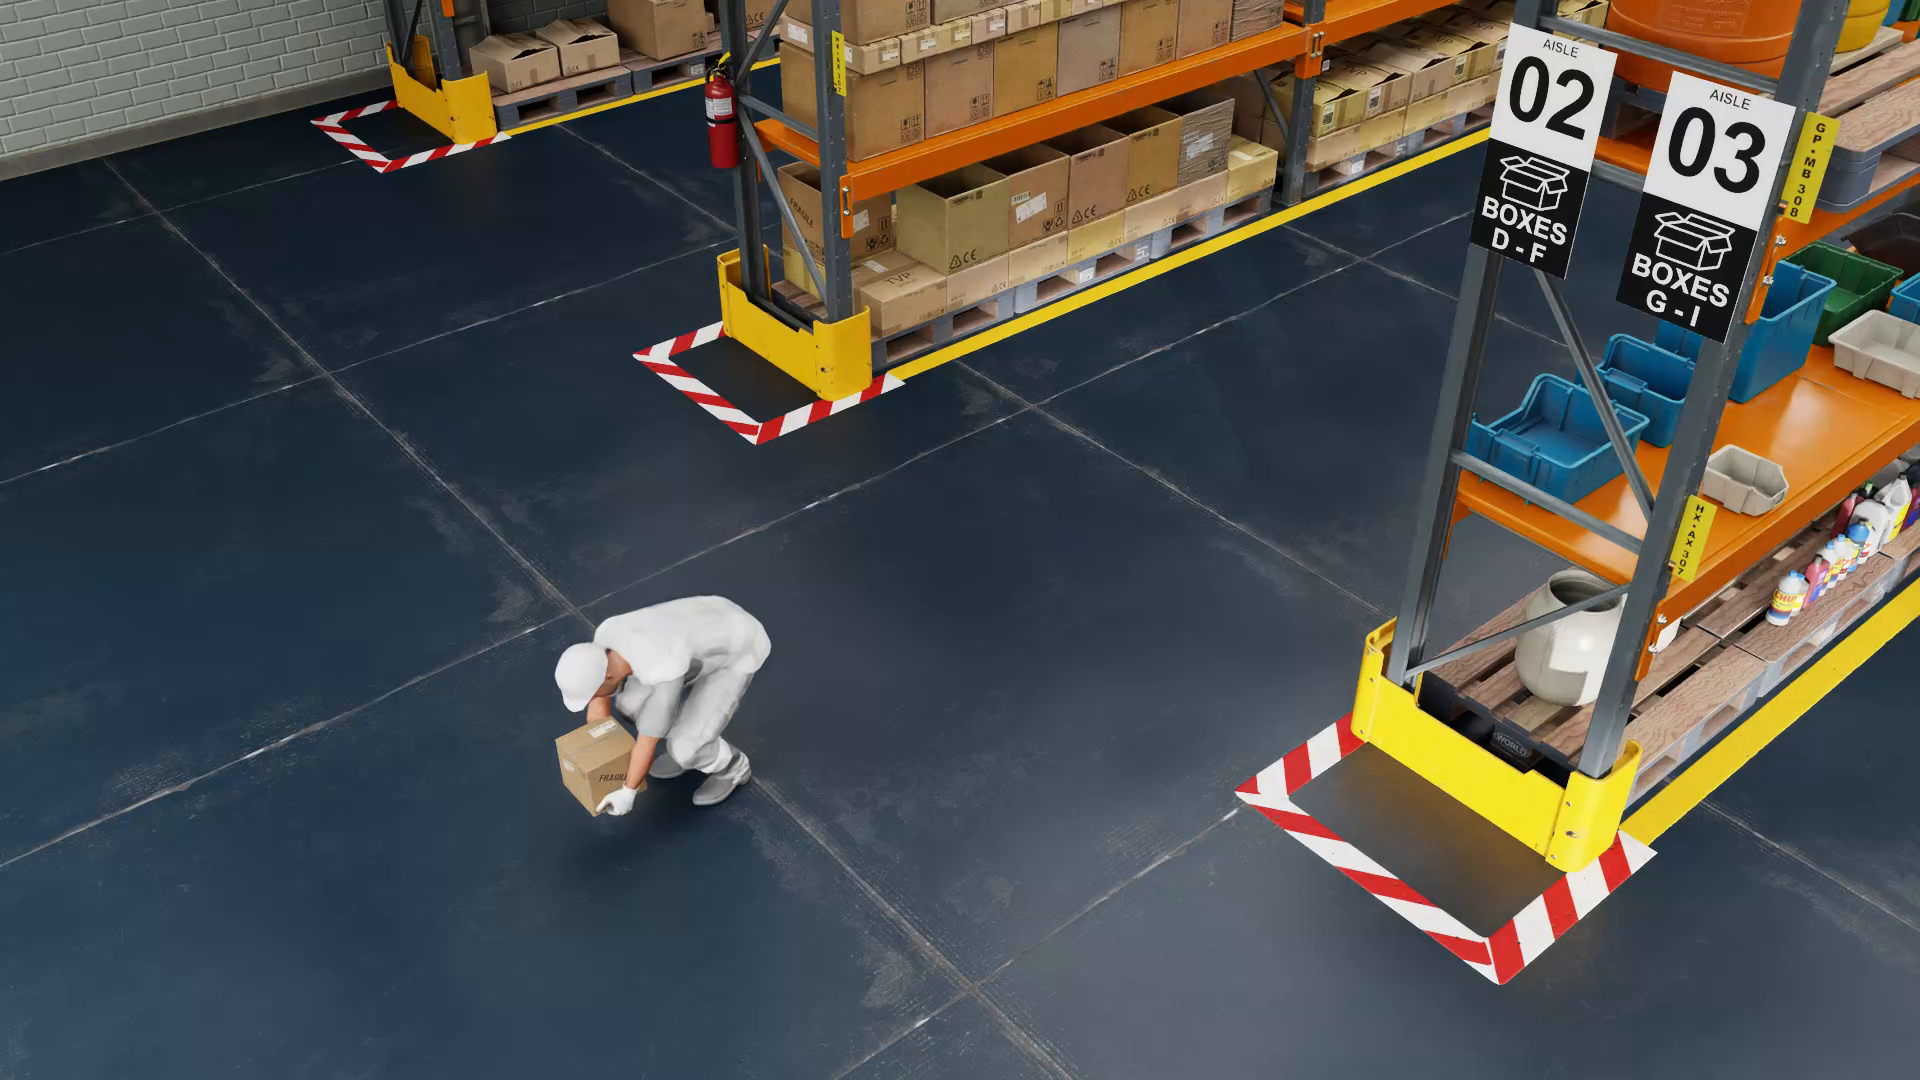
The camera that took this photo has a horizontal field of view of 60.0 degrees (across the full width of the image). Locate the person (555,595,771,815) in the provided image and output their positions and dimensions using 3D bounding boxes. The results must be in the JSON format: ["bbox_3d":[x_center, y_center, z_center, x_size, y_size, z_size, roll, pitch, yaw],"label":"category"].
[{"bbox_3d":[-1.200,0.665,6.823,0.928,0.986,0.526,-28,44,-33],"label":"person"}]
